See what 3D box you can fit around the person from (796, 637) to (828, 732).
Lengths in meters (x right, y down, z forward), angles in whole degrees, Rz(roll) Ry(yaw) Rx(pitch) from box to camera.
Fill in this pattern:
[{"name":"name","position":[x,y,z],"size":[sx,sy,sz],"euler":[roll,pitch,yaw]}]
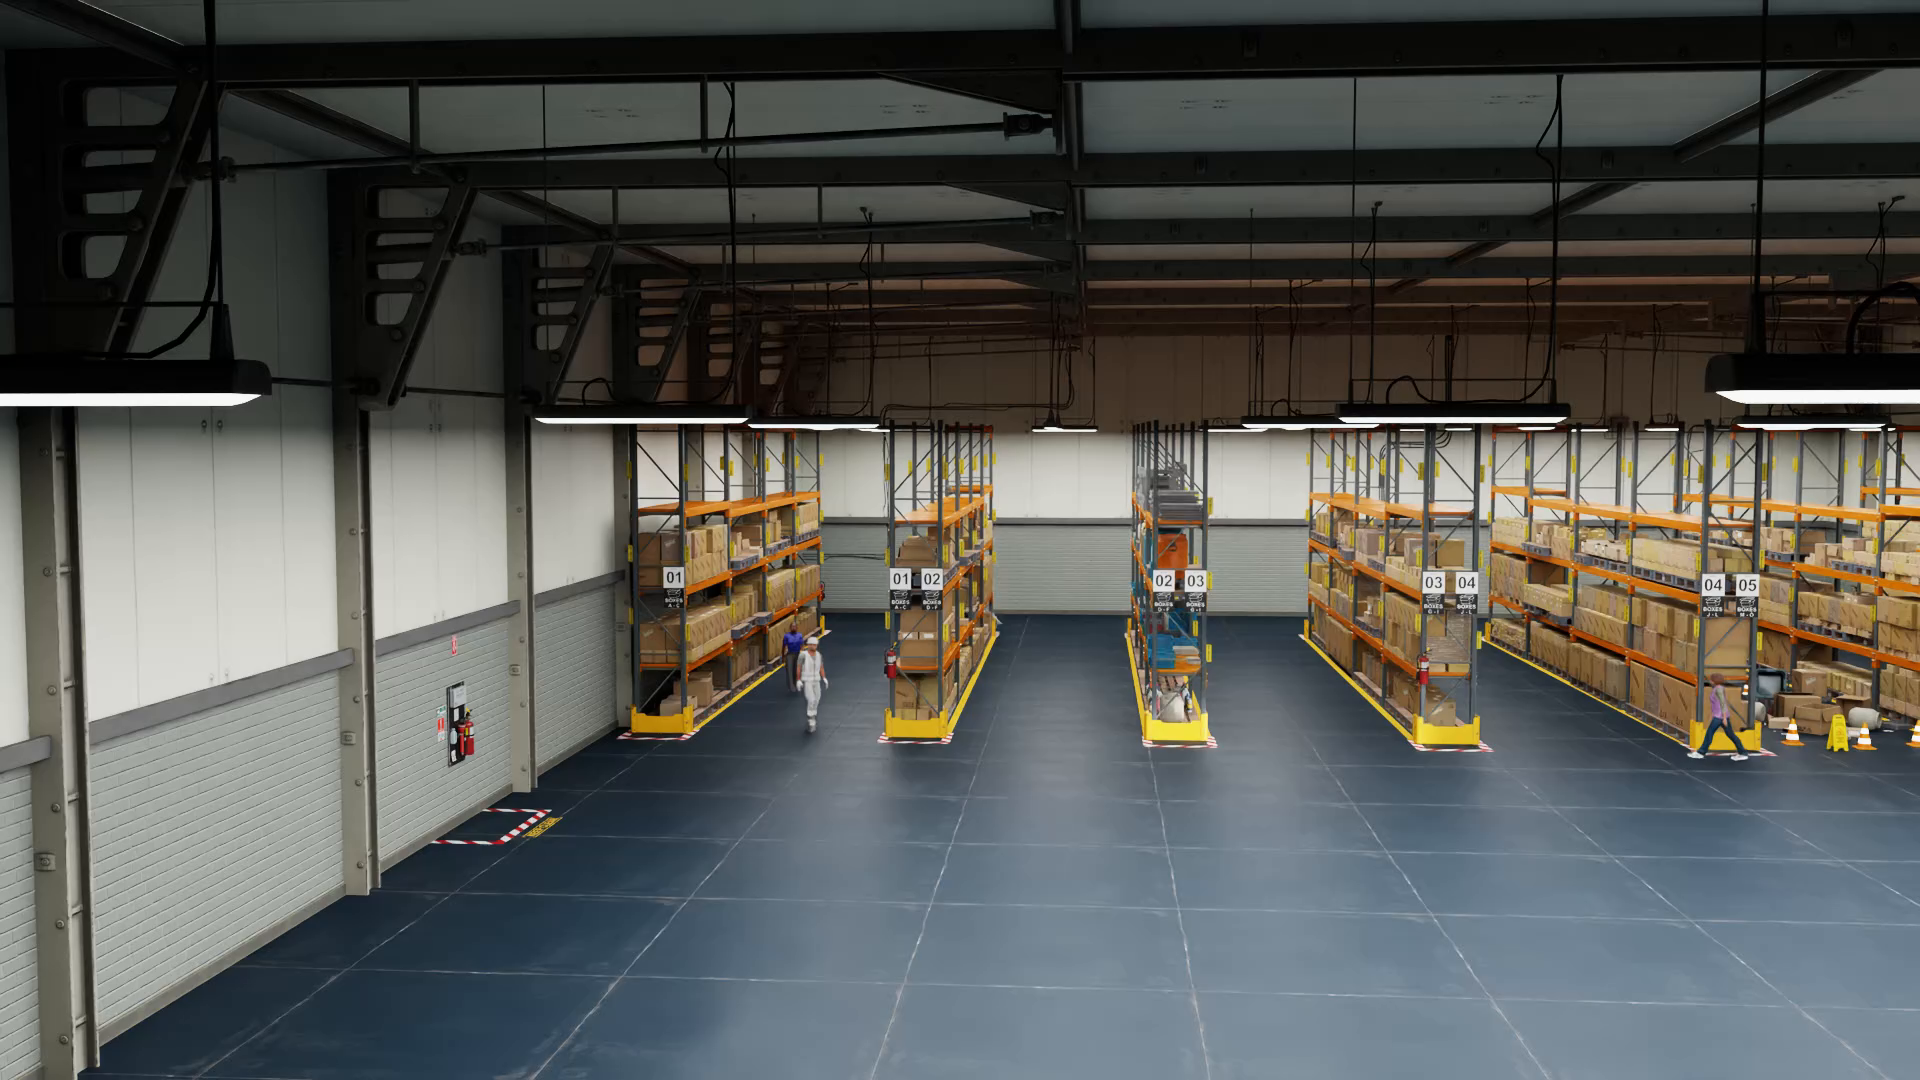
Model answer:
[{"name":"person","position":[-2.842,2.806,32.291],"size":[0.565,1.837,0.586],"euler":[-3,5,-39]}]

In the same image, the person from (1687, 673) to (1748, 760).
[{"name":"person","position":[13.318,3.086,29.182],"size":[0.973,1.527,0.453],"euler":[2,4,29]}]

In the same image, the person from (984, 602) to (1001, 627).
[{"name":"person","position":[0.709,1.762,48.782],"size":[1.023,1.730,0.531],"euler":[-1,4,-12]}]

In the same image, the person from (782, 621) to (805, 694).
[{"name":"person","position":[-3.656,2.588,36.567],"size":[0.491,1.590,1.051],"euler":[-2,4,-25]}]
